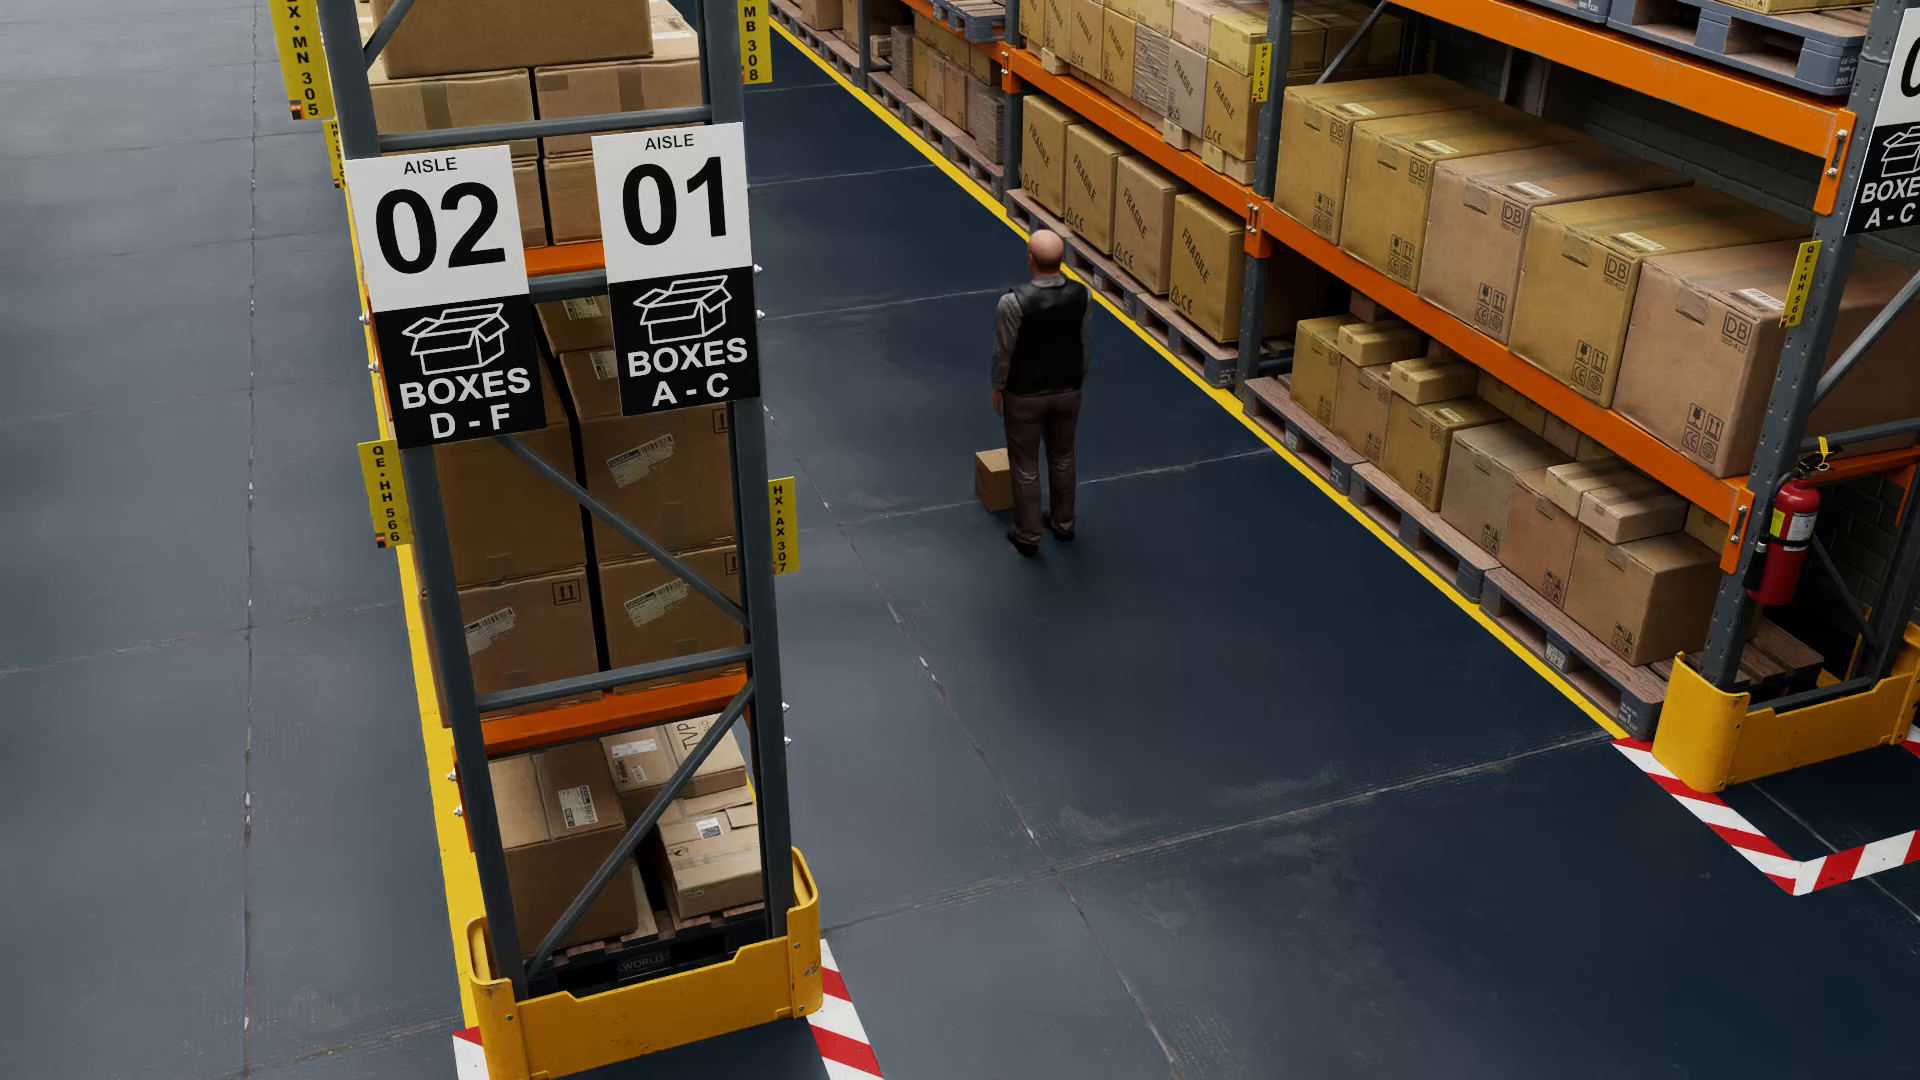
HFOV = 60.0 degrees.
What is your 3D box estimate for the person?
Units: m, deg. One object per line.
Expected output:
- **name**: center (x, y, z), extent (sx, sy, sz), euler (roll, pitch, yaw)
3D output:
- **person**: center (0.406, -0.755, 8.495), extent (0.536, 1.736, 0.387), euler (-10, 31, -17)
